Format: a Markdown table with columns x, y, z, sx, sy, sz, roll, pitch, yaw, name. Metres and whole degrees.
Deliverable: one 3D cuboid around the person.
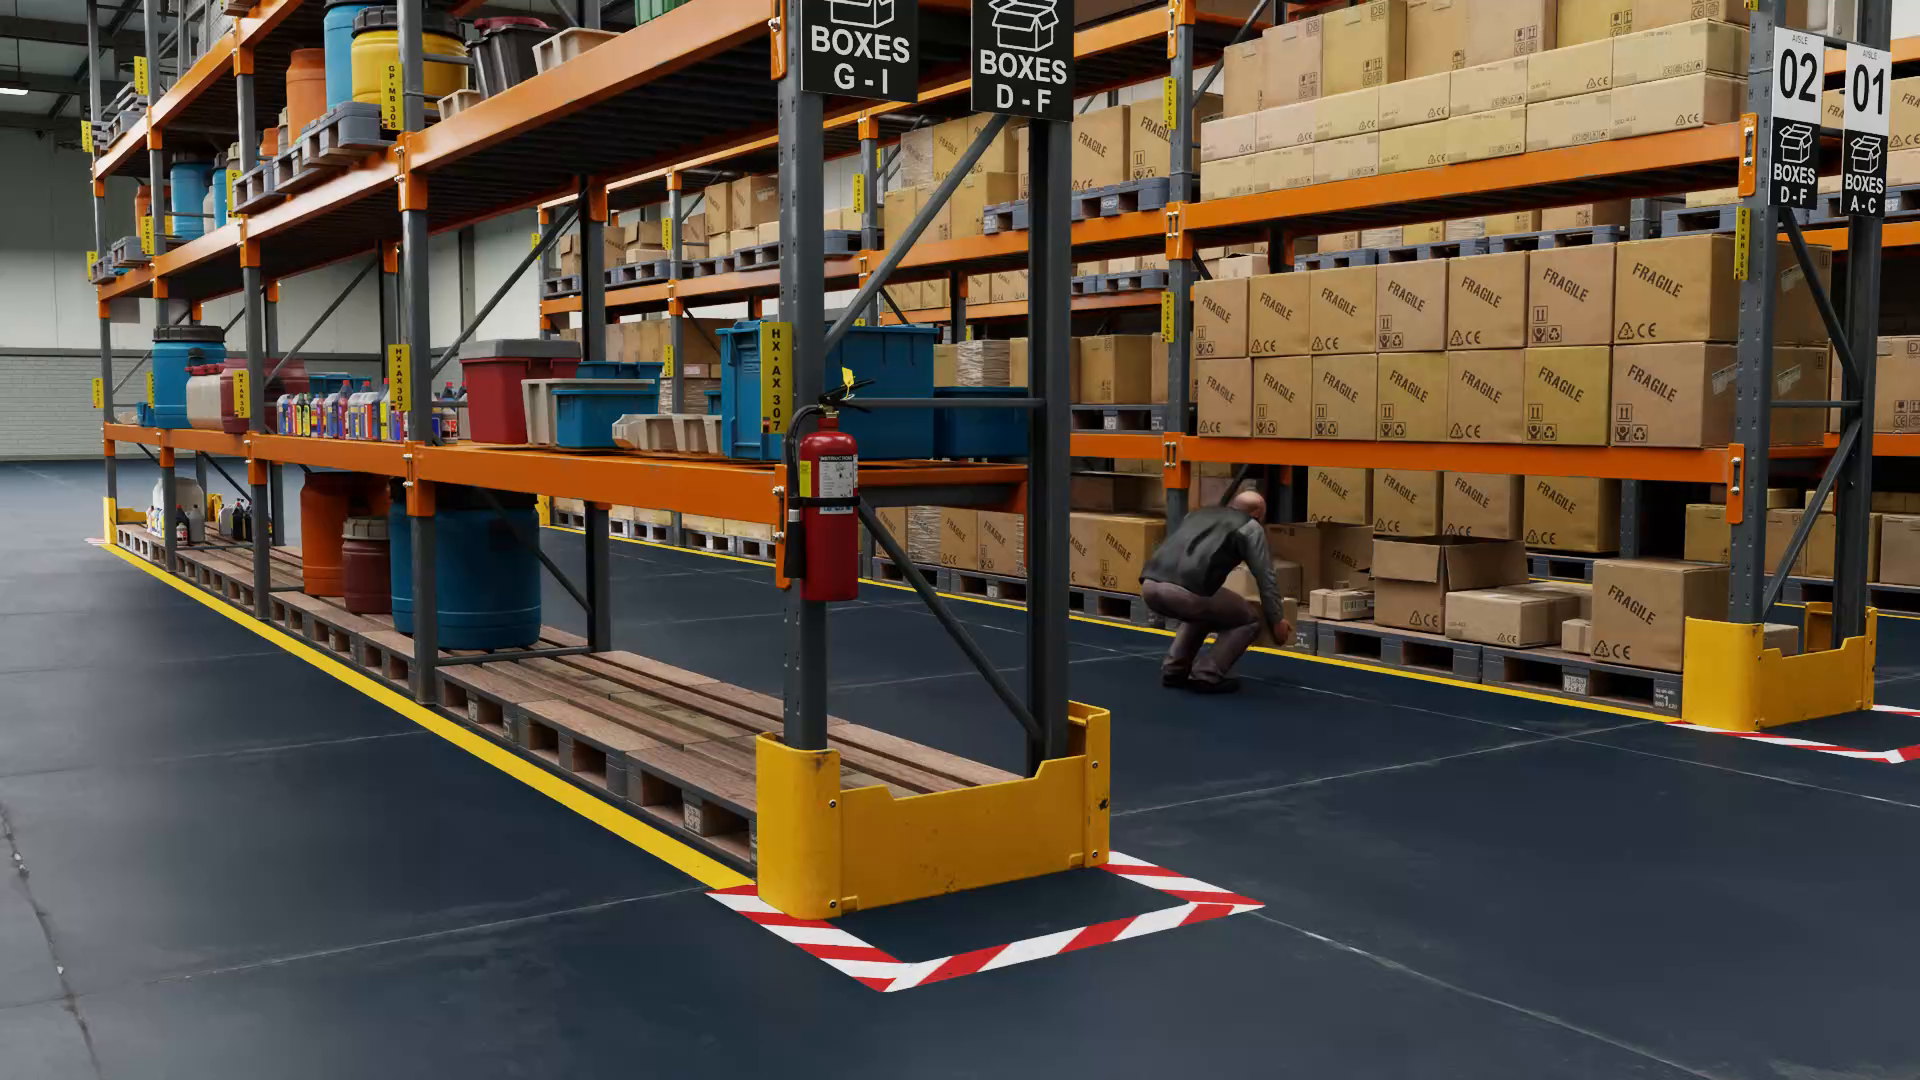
| x | y | z | sx | sy | sz | roll | pitch | yaw | name |
| --- | --- | --- | --- | --- | --- | --- | --- | --- | --- |
| 1.341 | 0.266 | 8.922 | 0.848 | 1.043 | 0.550 | -3 | 6 | -34 | person |
